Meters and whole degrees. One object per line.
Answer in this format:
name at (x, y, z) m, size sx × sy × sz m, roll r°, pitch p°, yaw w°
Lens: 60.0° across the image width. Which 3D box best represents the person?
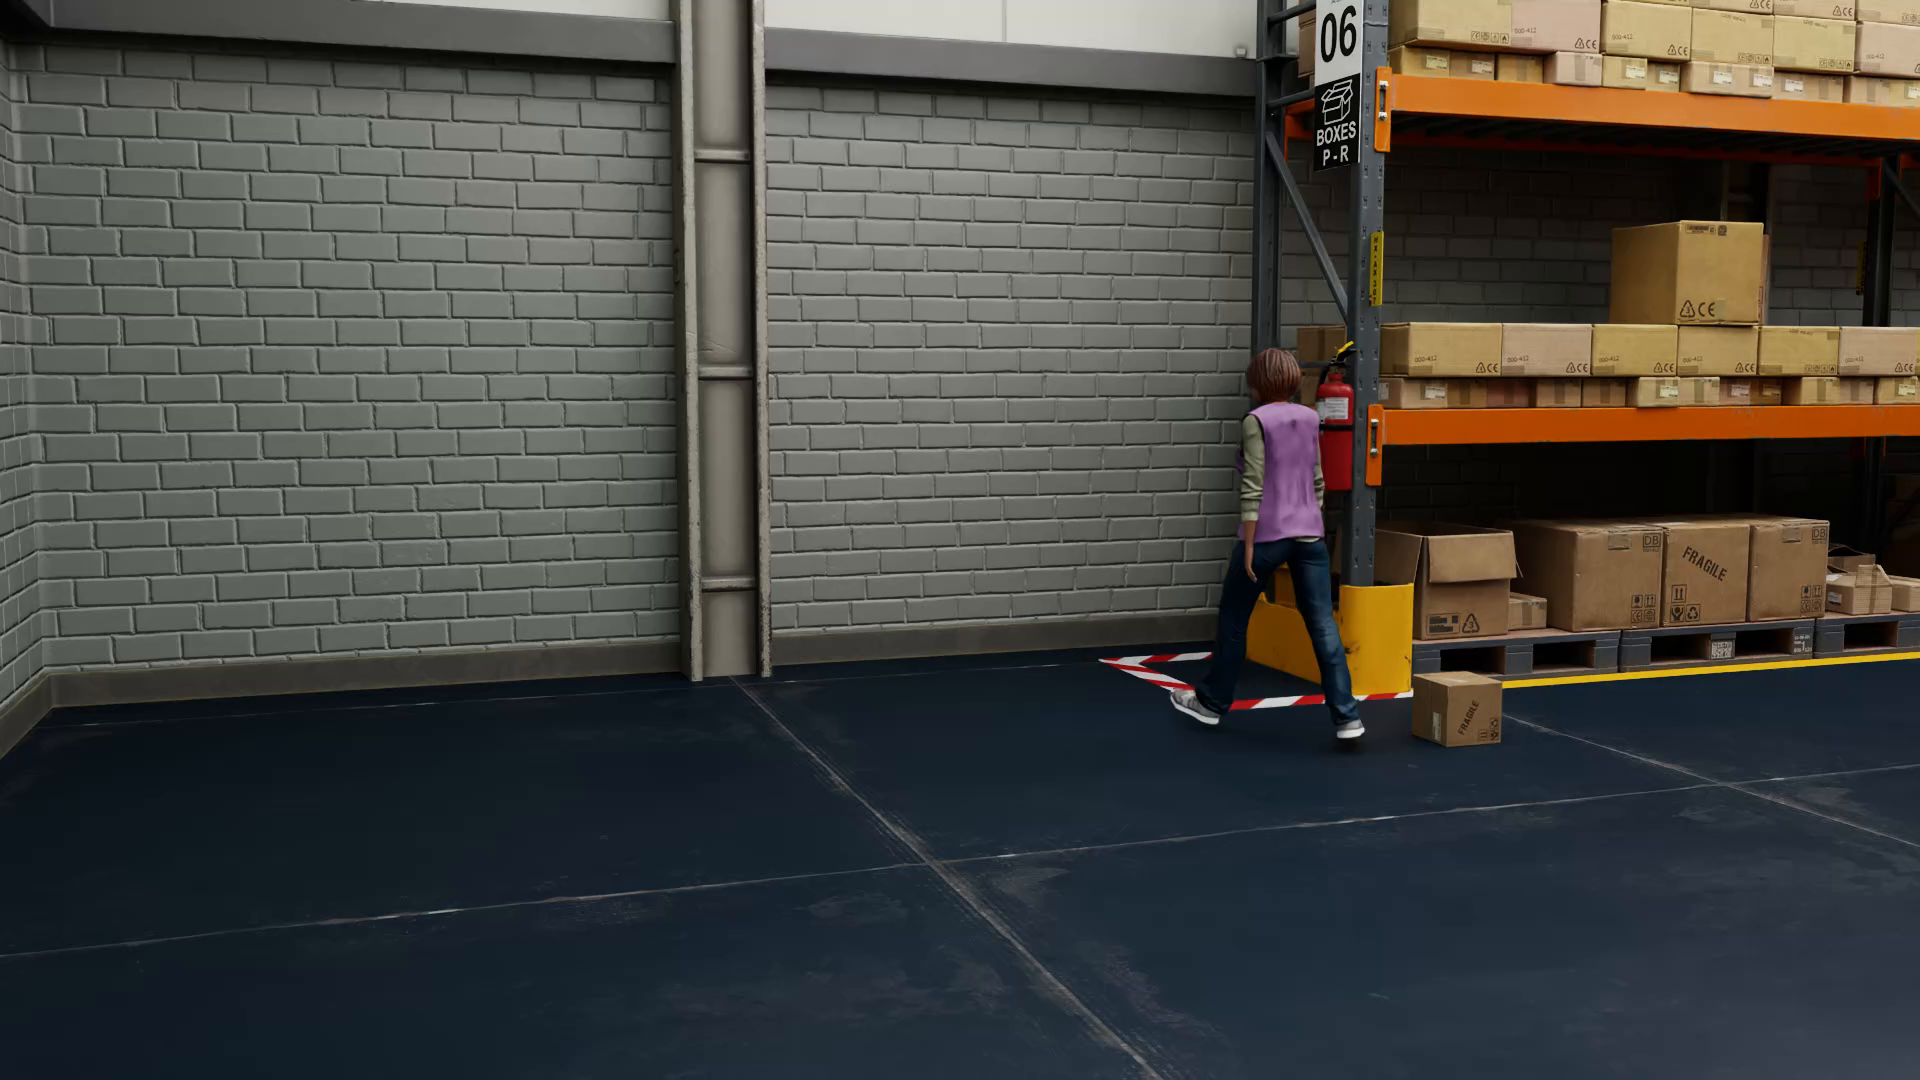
person at (1.276, 0.003, 6.727) m, size 0.520 × 1.552 × 0.834 m, roll -3°, pitch 6°, yaw -23°
